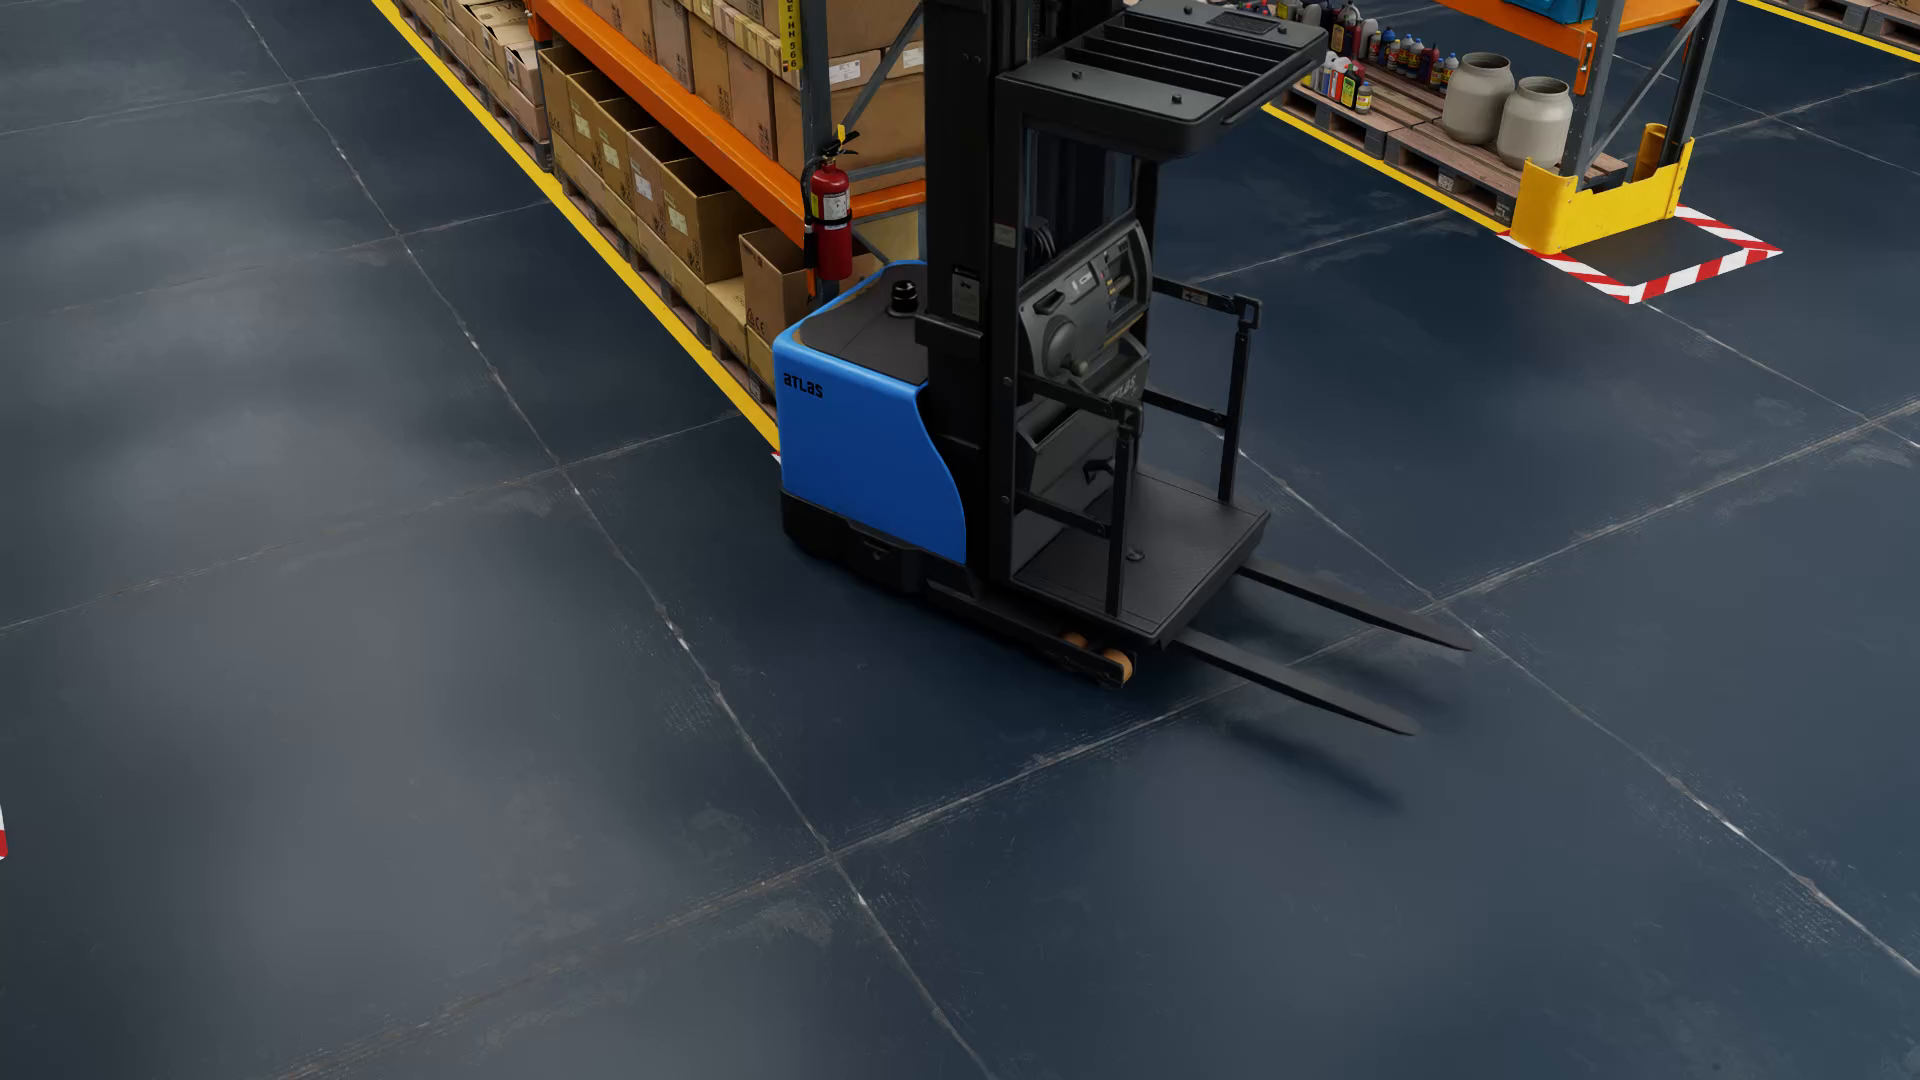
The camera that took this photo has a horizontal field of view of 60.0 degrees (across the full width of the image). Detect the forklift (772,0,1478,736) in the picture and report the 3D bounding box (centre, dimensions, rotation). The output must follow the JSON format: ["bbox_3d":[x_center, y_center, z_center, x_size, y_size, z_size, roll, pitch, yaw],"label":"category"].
[{"bbox_3d":[0.680,-0.923,6.529,3.031,2.935,1.130,22,41,27],"label":"forklift"}]

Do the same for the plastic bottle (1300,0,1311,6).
[{"bbox_3d":[2.623,-4.074,12.658,0.144,0.351,0.185,-20,41,-25],"label":"plastic bottle"}]

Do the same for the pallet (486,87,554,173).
[{"bbox_3d":[-2.638,-2.982,11.653,1.003,0.211,1.213,-19,40,-24],"label":"pallet"}]

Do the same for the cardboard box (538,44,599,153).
[{"bbox_3d":[-2.272,-2.776,10.347,0.500,0.500,0.500,-19,40,-24],"label":"cardboard box"}]

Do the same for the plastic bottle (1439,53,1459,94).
[{"bbox_3d":[3.419,-3.262,11.614,0.097,0.271,0.097,0,36,0],"label":"plastic bottle"}]

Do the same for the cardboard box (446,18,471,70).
[{"bbox_3d":[-3.458,-3.707,12.258,0.500,0.250,0.500,-18,40,-23],"label":"cardboard box"}]

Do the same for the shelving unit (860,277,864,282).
[{"bbox_3d":[-0.441,-0.763,7.859,0.258,0.900,0.210,-25,35,-31],"label":"shelving unit"}]

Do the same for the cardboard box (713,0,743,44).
[{"bbox_3d":[-0.967,-2.537,8.045,0.380,0.149,0.250,-18,40,-23],"label":"cardboard box"}]

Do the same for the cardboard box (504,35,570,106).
[{"bbox_3d":[-2.686,-3.151,11.020,0.500,0.311,0.500,-19,40,-24],"label":"cardboard box"}]

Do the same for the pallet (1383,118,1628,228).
[{"bbox_3d":[3.578,-2.484,10.972,1.003,0.211,1.213,-19,40,-24],"label":"pallet"}]

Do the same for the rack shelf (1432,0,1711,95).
[{"bbox_3d":[3.055,-3.899,11.155,1.077,0.370,4.000,-19,40,-24],"label":"rack shelf"}]

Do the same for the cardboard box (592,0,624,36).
[{"bbox_3d":[-1.735,-3.292,9.630,0.700,0.500,0.500,-19,40,-24],"label":"cardboard box"}]

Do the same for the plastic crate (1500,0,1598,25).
[{"bbox_3d":[3.550,-3.276,9.818,0.499,0.251,0.616,-19,40,-24],"label":"plastic crate"}]

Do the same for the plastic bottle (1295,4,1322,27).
[{"bbox_3d":[2.604,-3.889,12.468,0.152,0.276,0.135,-19,40,-24],"label":"plastic bottle"}]

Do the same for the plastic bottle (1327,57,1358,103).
[{"bbox_3d":[2.655,-3.190,11.511,0.152,0.276,0.135,-19,40,-24],"label":"plastic bottle"}]

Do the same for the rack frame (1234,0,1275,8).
[{"bbox_3d":[2.051,-5.209,12.339,1.000,3.000,0.127,-19,40,-24],"label":"rack frame"}]

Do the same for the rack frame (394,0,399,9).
[{"bbox_3d":[-4.244,-5.783,13.125,1.000,3.000,0.127,-19,40,-24],"label":"rack frame"}]

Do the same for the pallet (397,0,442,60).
[{"bbox_3d":[-3.864,-4.226,13.357,1.003,0.211,1.213,-19,40,-24],"label":"pallet"}]

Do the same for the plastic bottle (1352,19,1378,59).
[{"bbox_3d":[2.960,-3.697,12.205,0.152,0.276,0.135,-18,40,-23],"label":"plastic bottle"}]

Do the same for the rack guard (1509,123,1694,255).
[{"bbox_3d":[3.981,-2.185,10.317,1.175,0.500,0.348,-19,40,-24],"label":"rack guard"}]

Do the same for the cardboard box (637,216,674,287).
[{"bbox_3d":[-1.513,-1.710,9.523,0.500,0.250,0.500,-19,40,-24],"label":"cardboard box"}]

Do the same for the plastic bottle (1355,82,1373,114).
[{"bbox_3d":[2.758,-3.024,11.346,0.097,0.201,0.097,0,36,0],"label":"plastic bottle"}]

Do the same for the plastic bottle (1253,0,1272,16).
[{"bbox_3d":[2.222,-3.825,12.317,0.144,0.351,0.185,-19,40,-24],"label":"plastic bottle"}]

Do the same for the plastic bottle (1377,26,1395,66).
[{"bbox_3d":[3.094,-3.591,12.064,0.097,0.271,0.097,0,36,0],"label":"plastic bottle"}]

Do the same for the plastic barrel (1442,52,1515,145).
[{"bbox_3d":[3.412,-2.903,10.935,0.421,0.512,0.421,0,36,0],"label":"plastic barrel"}]

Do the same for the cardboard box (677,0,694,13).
[{"bbox_3d":[-1.233,-2.804,8.411,0.380,0.149,0.250,-18,40,-23],"label":"cardboard box"}]

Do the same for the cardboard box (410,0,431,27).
[{"bbox_3d":[-3.981,-4.232,12.977,0.500,0.250,0.500,-20,41,-25],"label":"cardboard box"}]

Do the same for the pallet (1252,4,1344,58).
[{"bbox_3d":[2.352,-3.728,12.676,1.003,0.211,1.213,-19,40,-24],"label":"pallet"}]

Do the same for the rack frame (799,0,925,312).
[{"bbox_3d":[-0.225,-1.704,7.539,1.000,3.000,0.127,-19,40,-24],"label":"rack frame"}]

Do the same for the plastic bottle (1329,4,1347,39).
[{"bbox_3d":[2.838,-3.878,12.447,0.061,0.283,0.133,-16,39,-21],"label":"plastic bottle"}]

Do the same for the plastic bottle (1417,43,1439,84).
[{"bbox_3d":[3.321,-3.388,11.775,0.061,0.283,0.133,-18,40,-23],"label":"plastic bottle"}]

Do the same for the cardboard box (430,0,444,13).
[{"bbox_3d":[-3.709,-4.189,12.442,0.500,0.311,0.500,-20,41,-25],"label":"cardboard box"}]

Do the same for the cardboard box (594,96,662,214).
[{"bbox_3d":[-1.769,-2.266,9.649,0.500,0.500,0.500,-19,40,-24],"label":"cardboard box"}]

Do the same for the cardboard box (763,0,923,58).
[{"bbox_3d":[-0.475,-2.537,7.495,0.700,0.500,0.500,-19,40,-24],"label":"cardboard box"}]

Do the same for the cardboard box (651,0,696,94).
[{"bbox_3d":[-1.228,-2.774,8.921,0.700,0.500,0.500,-18,40,-23],"label":"cardboard box"}]

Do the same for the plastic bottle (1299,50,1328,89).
[{"bbox_3d":[2.499,-3.375,11.700,0.144,0.351,0.185,-17,40,-22],"label":"plastic bottle"}]

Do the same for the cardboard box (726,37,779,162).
[{"bbox_3d":[-0.716,-2.252,8.206,0.700,0.500,0.500,-18,40,-23],"label":"cardboard box"}]

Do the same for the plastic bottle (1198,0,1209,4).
[{"bbox_3d":[1.832,-3.993,12.614,0.097,0.271,0.097,0,36,0],"label":"plastic bottle"}]

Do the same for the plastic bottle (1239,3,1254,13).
[{"bbox_3d":[2.097,-3.783,12.259,0.144,0.351,0.185,-18,40,-23],"label":"plastic bottle"}]

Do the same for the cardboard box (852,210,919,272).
[{"bbox_3d":[-0.554,-1.659,8.818,0.500,0.500,0.500,-19,40,-24],"label":"cardboard box"}]

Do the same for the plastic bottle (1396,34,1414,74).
[{"bbox_3d":[3.196,-3.488,11.923,0.097,0.271,0.097,0,36,0],"label":"plastic bottle"}]

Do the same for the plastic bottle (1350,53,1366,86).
[{"bbox_3d":[2.747,-3.225,11.553,0.061,0.283,0.133,-19,40,-24],"label":"plastic bottle"}]

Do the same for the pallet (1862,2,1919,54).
[{"bbox_3d":[7.927,-3.975,13.013,1.003,0.211,1.213,-19,40,-24],"label":"pallet"}]

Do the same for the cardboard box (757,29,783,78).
[{"bbox_3d":[-0.714,-2.277,7.690,0.380,0.149,0.250,-18,40,-23],"label":"cardboard box"}]

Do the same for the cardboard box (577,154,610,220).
[{"bbox_3d":[-2.017,-2.220,10.221,0.500,0.250,0.500,-19,40,-24],"label":"cardboard box"}]

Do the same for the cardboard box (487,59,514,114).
[{"bbox_3d":[-2.946,-3.187,11.545,0.500,0.250,0.500,-20,40,-25],"label":"cardboard box"}]

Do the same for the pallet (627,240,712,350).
[{"bbox_3d":[-1.254,-1.577,9.729,1.003,0.211,1.213,-19,40,-24],"label":"pallet"}]

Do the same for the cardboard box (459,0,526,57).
[{"bbox_3d":[-3.201,-3.669,11.730,0.500,0.311,0.500,-19,40,-24],"label":"cardboard box"}]

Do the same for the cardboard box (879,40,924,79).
[{"bbox_3d":[-0.235,-2.270,7.680,0.380,0.149,0.250,-19,40,-24],"label":"cardboard box"}]

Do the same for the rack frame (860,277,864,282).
[{"bbox_3d":[-0.505,-0.796,7.931,0.240,0.900,0.006,-25,35,-31],"label":"rack frame"}]

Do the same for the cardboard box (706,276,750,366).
[{"bbox_3d":[-1.011,-1.200,8.825,0.500,0.250,0.500,-19,40,-24],"label":"cardboard box"}]

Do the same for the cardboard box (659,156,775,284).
[{"bbox_3d":[-1.266,-1.756,8.951,0.500,0.500,0.500,-19,40,-24],"label":"cardboard box"}]

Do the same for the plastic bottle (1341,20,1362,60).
[{"bbox_3d":[2.868,-3.668,12.160,0.061,0.283,0.133,-19,40,-24],"label":"plastic bottle"}]
